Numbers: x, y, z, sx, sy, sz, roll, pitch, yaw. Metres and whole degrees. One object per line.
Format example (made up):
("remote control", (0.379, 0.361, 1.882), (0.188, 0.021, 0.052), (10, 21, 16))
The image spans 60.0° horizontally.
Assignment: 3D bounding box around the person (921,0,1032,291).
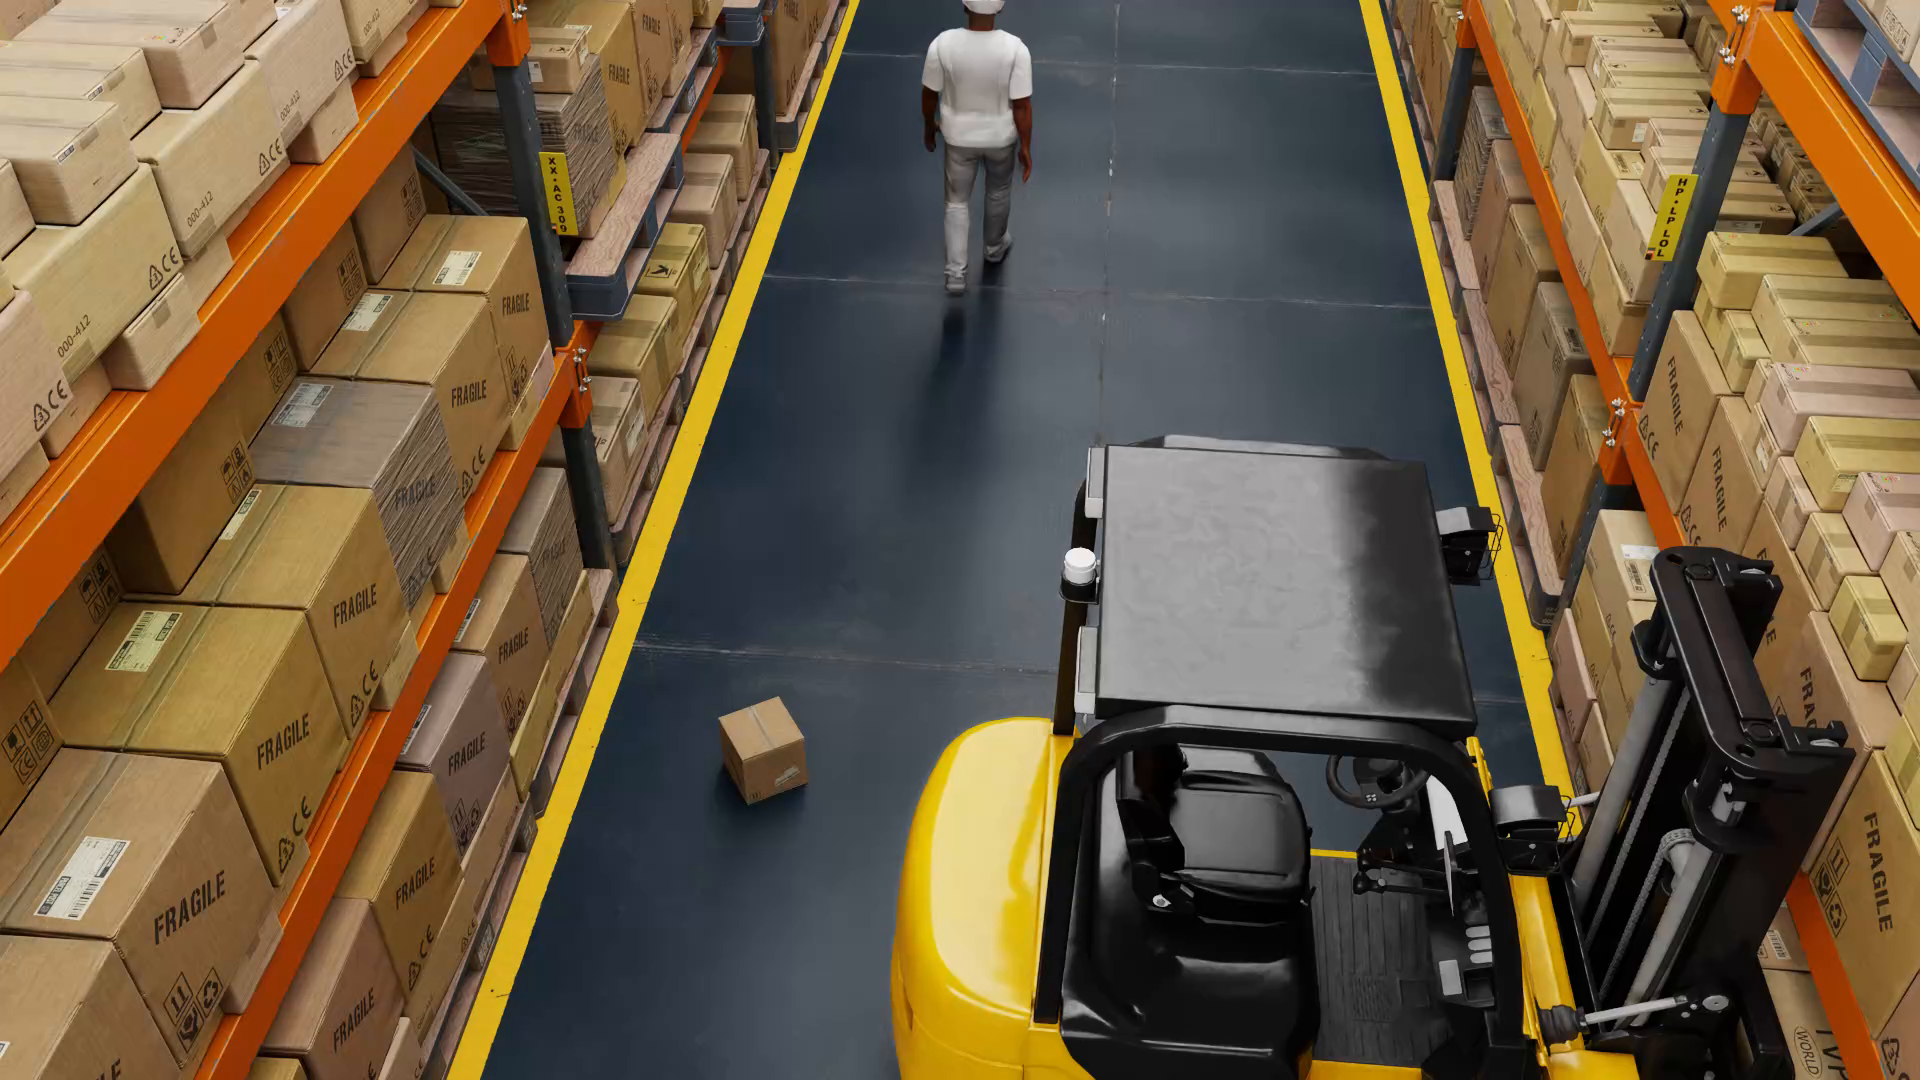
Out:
("person", (0.092, -2.122, 8.682), (0.588, 1.735, 0.933), (3, 40, 4))
